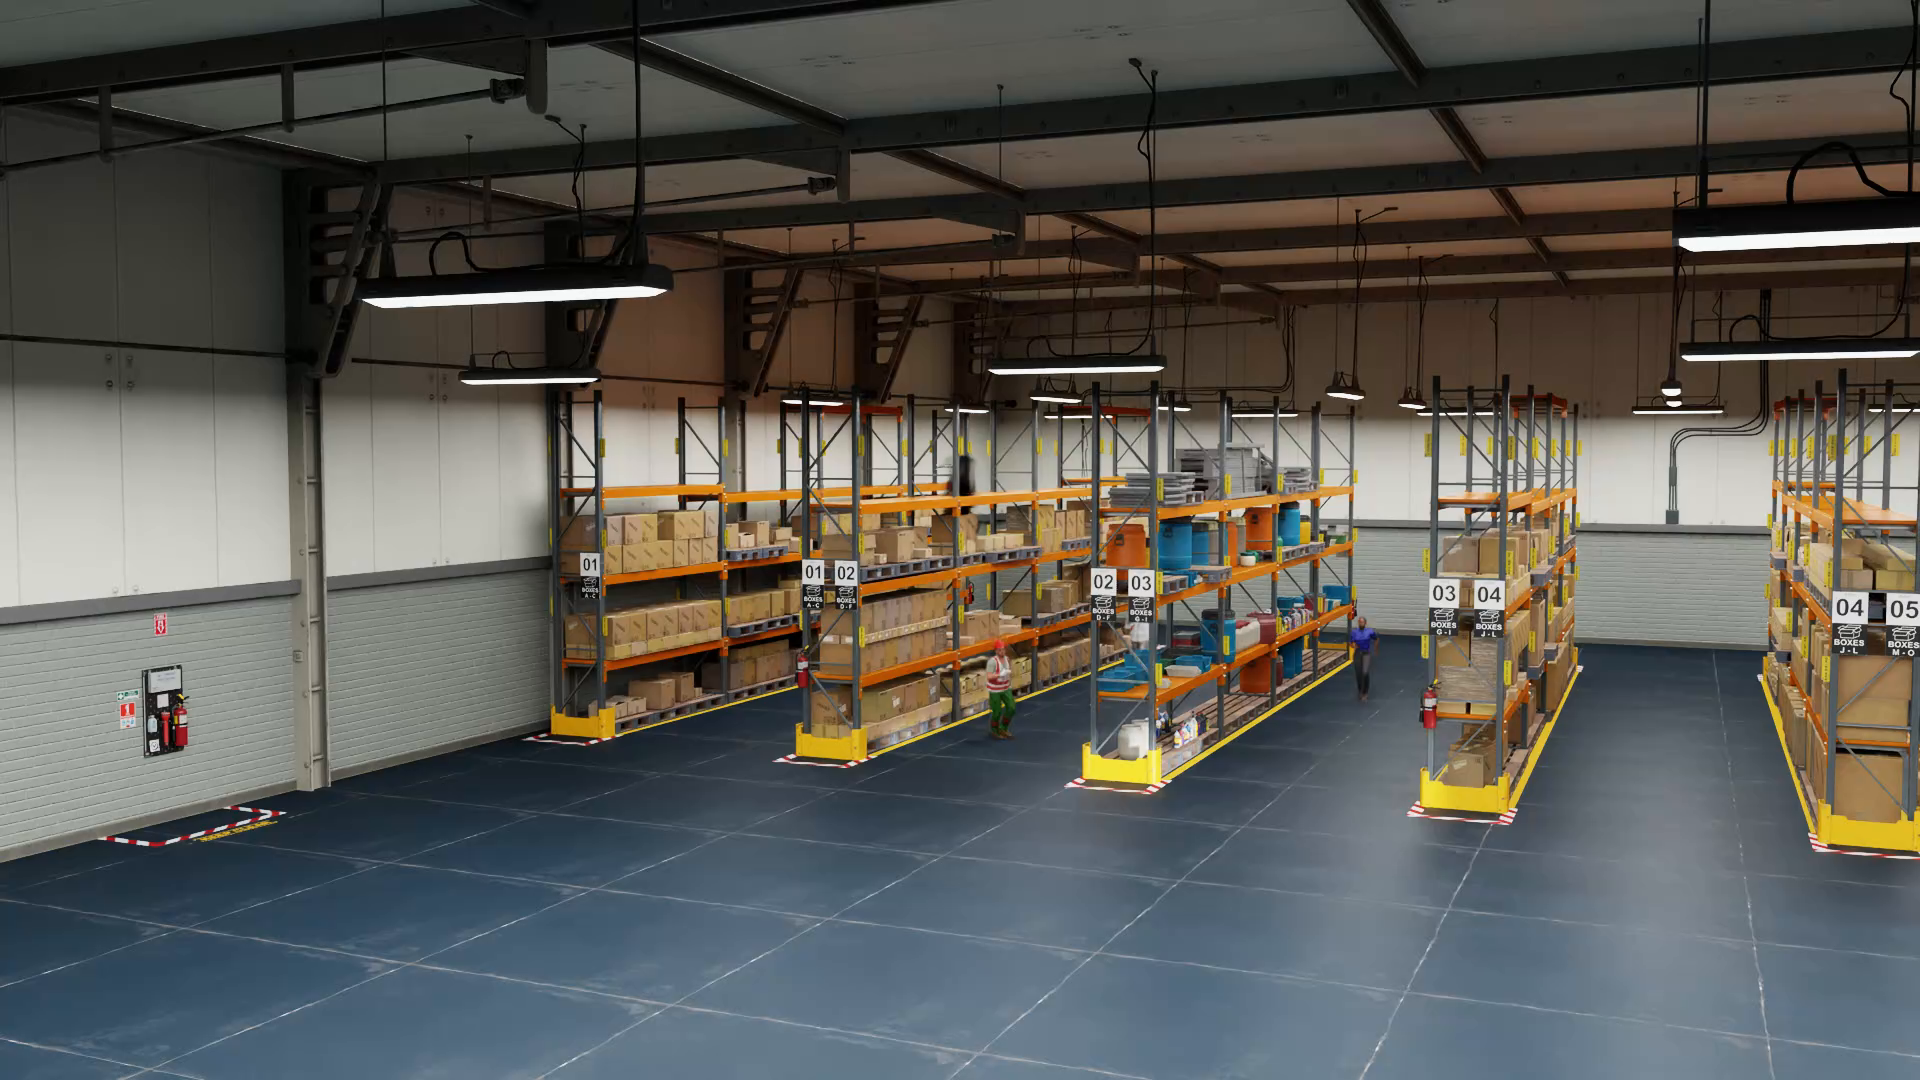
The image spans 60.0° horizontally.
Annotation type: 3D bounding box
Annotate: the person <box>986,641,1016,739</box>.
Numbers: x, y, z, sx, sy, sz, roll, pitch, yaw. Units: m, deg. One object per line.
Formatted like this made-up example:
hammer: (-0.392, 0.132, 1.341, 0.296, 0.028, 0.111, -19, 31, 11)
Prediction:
person: (0.651, 2.575, 28.345, 0.578, 1.742, 0.873, -2, 4, -26)

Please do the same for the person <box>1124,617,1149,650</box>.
person: (3.818, 2.158, 35.321, 0.633, 1.827, 0.866, 1, 3, 22)

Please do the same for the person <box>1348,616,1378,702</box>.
person: (8.000, 2.359, 33.025, 0.552, 1.696, 0.808, 1, 3, 21)
